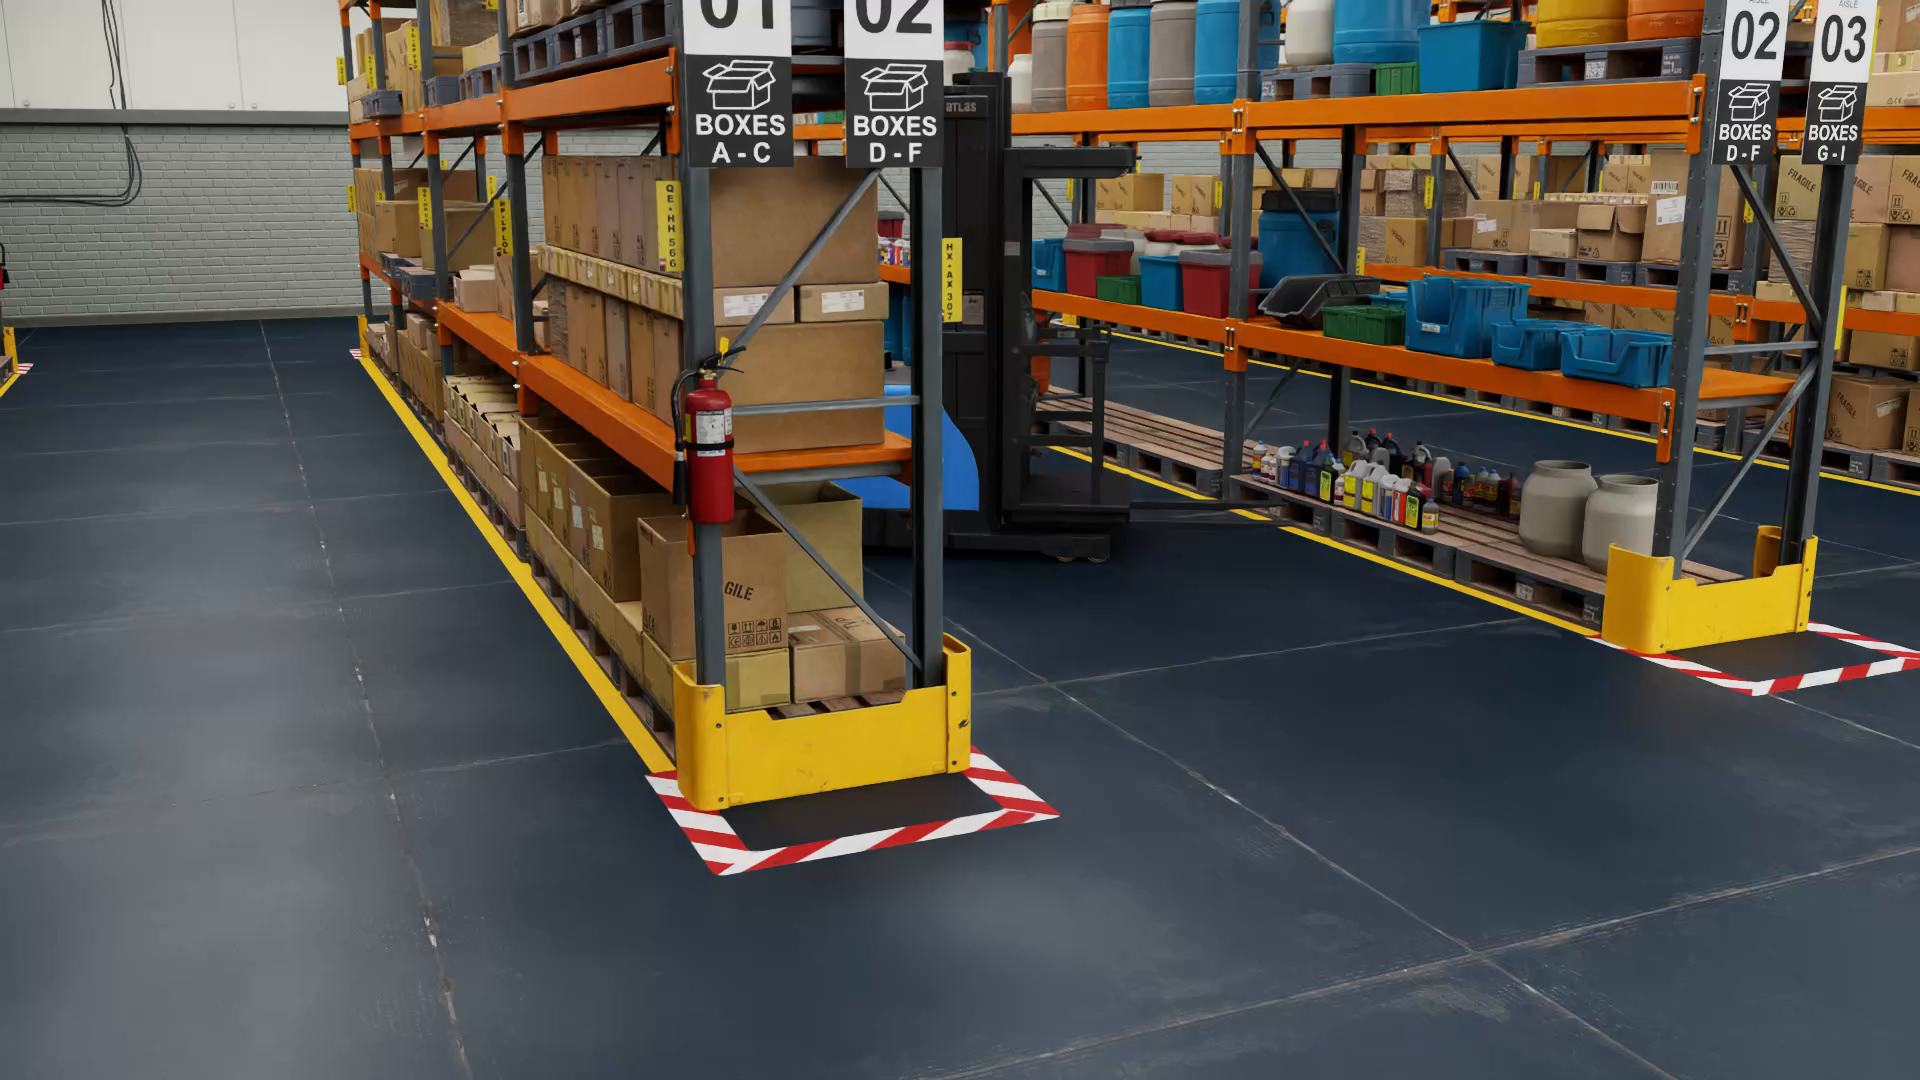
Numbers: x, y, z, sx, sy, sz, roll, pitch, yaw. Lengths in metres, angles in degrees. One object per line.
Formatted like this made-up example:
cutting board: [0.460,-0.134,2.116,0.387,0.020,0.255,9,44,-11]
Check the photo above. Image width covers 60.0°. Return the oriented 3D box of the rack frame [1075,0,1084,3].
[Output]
rack frame: [2.119,-7.633,23.892,1.000,3.000,0.127,-6,14,-23]

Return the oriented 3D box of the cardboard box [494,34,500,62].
cardboard box: [-2.862,-3.330,11.356,0.500,0.250,0.500,-7,15,-28]

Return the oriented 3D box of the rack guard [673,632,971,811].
rack guard: [-0.541,0.712,6.684,1.175,0.500,0.348,-6,14,-23]

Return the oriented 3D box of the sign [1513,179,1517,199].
sign: [5.817,-3.634,17.526,0.100,0.325,0.005,-6,14,-23]

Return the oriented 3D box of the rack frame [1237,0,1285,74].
rack frame: [2.388,-4.706,11.247,1.000,3.000,0.127,-6,14,-23]

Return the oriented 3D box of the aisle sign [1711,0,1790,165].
aisle sign: [3.747,-2.182,7.880,0.394,0.787,0.004,-6,14,-23]

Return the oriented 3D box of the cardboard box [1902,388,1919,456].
cardboard box: [7.606,-0.893,12.687,0.500,0.500,0.500,-7,15,-28]

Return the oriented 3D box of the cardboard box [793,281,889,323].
cardboard box: [-0.510,-0.976,6.773,0.380,0.149,0.250,-6,14,-23]

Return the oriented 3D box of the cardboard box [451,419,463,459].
cardboard box: [-3.612,-0.790,12.797,0.500,0.250,0.500,-6,14,-25]

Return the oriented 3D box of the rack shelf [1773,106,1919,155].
rack shelf: [7.727,-2.929,11.814,1.077,0.370,4.000,-6,14,-23]

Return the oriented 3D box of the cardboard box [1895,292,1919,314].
cardboard box: [7.260,-1.781,12.469,0.380,0.149,0.250,-6,14,-23]

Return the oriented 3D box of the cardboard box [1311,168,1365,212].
cardboard box: [4.512,-4.020,19.141,0.797,0.503,0.637,-5,14,-21]

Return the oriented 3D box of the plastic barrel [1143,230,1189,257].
plastic barrel: [1.738,-2.308,13.889,0.433,0.535,0.433,0,13,0]

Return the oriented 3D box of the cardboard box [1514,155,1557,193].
cardboard box: [7.870,-5.064,23.000,0.500,0.500,0.500,-6,14,-25]

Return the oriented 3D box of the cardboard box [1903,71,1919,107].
cardboard box: [7.277,-3.291,12.116,0.500,0.250,0.500,-6,14,-25]

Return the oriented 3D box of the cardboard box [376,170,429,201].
cardboard box: [-5.797,-3.607,17.362,0.500,0.500,0.500,-6,14,-23]

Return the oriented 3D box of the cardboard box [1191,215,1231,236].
cardboard box: [3.304,-4.023,21.273,0.500,0.250,0.500,-6,14,-24]

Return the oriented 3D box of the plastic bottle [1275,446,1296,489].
plastic bottle: [2.268,-0.501,11.448,0.152,0.276,0.135,-5,14,-21]

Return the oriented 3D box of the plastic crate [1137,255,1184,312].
plastic crate: [1.661,-1.976,12.789,0.392,0.384,0.575,-6,14,-23]

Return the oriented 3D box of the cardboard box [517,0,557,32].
cardboard box: [-1.976,-2.788,8.568,0.500,0.311,0.500,-6,15,-26]

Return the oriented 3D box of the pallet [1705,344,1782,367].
pallet: [9.597,-2.287,20.285,1.003,0.211,1.213,-6,14,-23]

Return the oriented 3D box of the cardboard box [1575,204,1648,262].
cardboard box: [6.147,-2.836,15.309,0.797,0.503,0.637,-4,14,-17]

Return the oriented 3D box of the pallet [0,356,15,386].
pallet: [-11.105,-1.851,18.401,1.003,0.211,1.213,-6,14,-23]

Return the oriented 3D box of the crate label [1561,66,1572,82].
crate label: [3.543,-2.763,9.831,0.502,0.251,0.408,-6,14,-23]

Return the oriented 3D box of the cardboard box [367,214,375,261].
cardboard box: [-6.415,-3.436,18.841,0.500,0.500,0.500,-5,14,-22]

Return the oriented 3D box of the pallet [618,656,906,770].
pallet: [-0.895,0.694,7.404,1.003,0.211,1.213,-6,14,-23]

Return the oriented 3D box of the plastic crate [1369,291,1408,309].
plastic crate: [3.080,-1.507,11.058,0.499,0.251,0.616,-6,14,-23]

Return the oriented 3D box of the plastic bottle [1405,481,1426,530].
plastic bottle: [2.789,-0.210,10.175,0.061,0.283,0.133,-5,14,-22]

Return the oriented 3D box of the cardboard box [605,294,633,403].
cardboard box: [-1.348,-0.976,8.215,0.700,0.500,0.500,-5,14,-21]

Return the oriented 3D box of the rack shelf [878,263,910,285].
rack shelf: [-0.016,-2.673,17.361,1.077,0.370,4.000,-6,14,-23]

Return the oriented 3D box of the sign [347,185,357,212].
sign: [-7.457,-4.189,20.396,0.100,0.325,0.005,-6,14,-23]

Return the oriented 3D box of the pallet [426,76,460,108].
pallet: [-3.401,-3.401,12.677,1.213,0.211,1.003,-5,14,-20]

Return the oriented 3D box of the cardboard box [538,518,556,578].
cardboard box: [-2.049,0.025,9.276,0.500,0.250,0.500,-6,14,-23]

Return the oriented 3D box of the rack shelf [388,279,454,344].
rack shelf: [-4.556,-2.226,15.431,1.077,0.370,4.000,-6,14,-23]

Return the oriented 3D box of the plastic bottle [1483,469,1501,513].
plastic bottle: [3.412,-0.316,10.657,0.097,0.271,0.097,0,13,0]

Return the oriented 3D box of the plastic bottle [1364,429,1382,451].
plastic bottle: [2.910,-0.600,11.710,0.144,0.351,0.185,-6,14,-24]

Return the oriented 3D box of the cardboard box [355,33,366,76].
cardboard box: [-6.616,-5.598,19.312,0.700,0.500,0.500,-6,14,-23]

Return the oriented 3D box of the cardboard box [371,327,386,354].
cardboard box: [-6.601,-2.346,19.478,0.500,0.250,0.500,-6,14,-23]

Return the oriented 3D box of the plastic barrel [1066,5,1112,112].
plastic barrel: [1.177,-3.956,13.706,0.600,0.830,0.708,-6,14,-23]

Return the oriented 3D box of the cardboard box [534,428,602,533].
cardboard box: [-2.046,-0.341,9.193,0.500,0.500,0.500,-6,14,-23]

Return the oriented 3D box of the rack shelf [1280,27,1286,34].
rack shelf: [2.920,-6.674,22.233,1.077,0.370,4.000,-6,14,-23]

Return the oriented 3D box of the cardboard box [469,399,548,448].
cardboard box: [-3.187,-0.847,11.801,0.500,0.311,0.500,-6,14,-24]

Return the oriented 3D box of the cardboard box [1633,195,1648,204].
cardboard box: [8.673,-4.238,20.833,0.380,0.149,0.250,-5,14,-21]

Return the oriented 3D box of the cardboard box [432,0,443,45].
cardboard box: [-4.128,-4.357,13.949,0.500,0.500,0.500,-6,14,-23]

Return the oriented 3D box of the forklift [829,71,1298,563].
forklift: [0.620,-1.414,10.478,3.031,2.935,1.130,1,13,6]

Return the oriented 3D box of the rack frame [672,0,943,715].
rack frame: [-0.550,-0.511,6.423,1.000,3.000,0.127,-6,14,-23]

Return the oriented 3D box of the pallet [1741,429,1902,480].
pallet: [7.227,-0.737,13.585,1.003,0.211,1.213,-6,14,-23]

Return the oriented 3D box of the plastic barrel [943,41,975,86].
plastic barrel: [-0.063,-4.695,16.617,0.433,0.535,0.433,0,13,0]

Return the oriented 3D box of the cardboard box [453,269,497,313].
cardboard box: [-3.574,-1.918,12.701,0.500,0.311,0.500,-6,14,-24]

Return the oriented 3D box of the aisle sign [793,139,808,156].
aisle sign: [-2.180,-5.571,22.521,0.394,0.787,0.004,-6,14,-23]

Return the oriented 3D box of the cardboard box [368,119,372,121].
cardboard box: [-5.986,-4.559,17.595,0.500,0.250,0.500,-6,14,-23]

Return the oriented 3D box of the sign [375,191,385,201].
sign: [-5.851,-3.361,16.819,0.100,0.325,0.005,-6,14,-23]

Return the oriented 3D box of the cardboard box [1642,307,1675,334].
cardboard box: [8.974,-2.799,20.923,0.500,0.500,0.500,-6,14,-25]

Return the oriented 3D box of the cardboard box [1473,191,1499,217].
cardboard box: [7.647,-4.686,23.584,0.500,0.500,0.500,-6,14,-25]

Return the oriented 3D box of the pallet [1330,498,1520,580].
pallet: [3.111,-0.030,10.532,1.003,0.211,1.213,-6,14,-23]

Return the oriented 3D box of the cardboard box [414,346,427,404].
cardboard box: [-4.767,-1.547,15.468,0.500,0.500,0.500,-6,14,-25]

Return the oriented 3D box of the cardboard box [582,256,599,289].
cardboard box: [-1.702,-1.363,8.445,0.380,0.149,0.250,-6,14,-25]

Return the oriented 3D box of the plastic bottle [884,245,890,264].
plastic bottle: [-0.774,-3.087,17.998,0.097,0.201,0.097,0,13,0]
